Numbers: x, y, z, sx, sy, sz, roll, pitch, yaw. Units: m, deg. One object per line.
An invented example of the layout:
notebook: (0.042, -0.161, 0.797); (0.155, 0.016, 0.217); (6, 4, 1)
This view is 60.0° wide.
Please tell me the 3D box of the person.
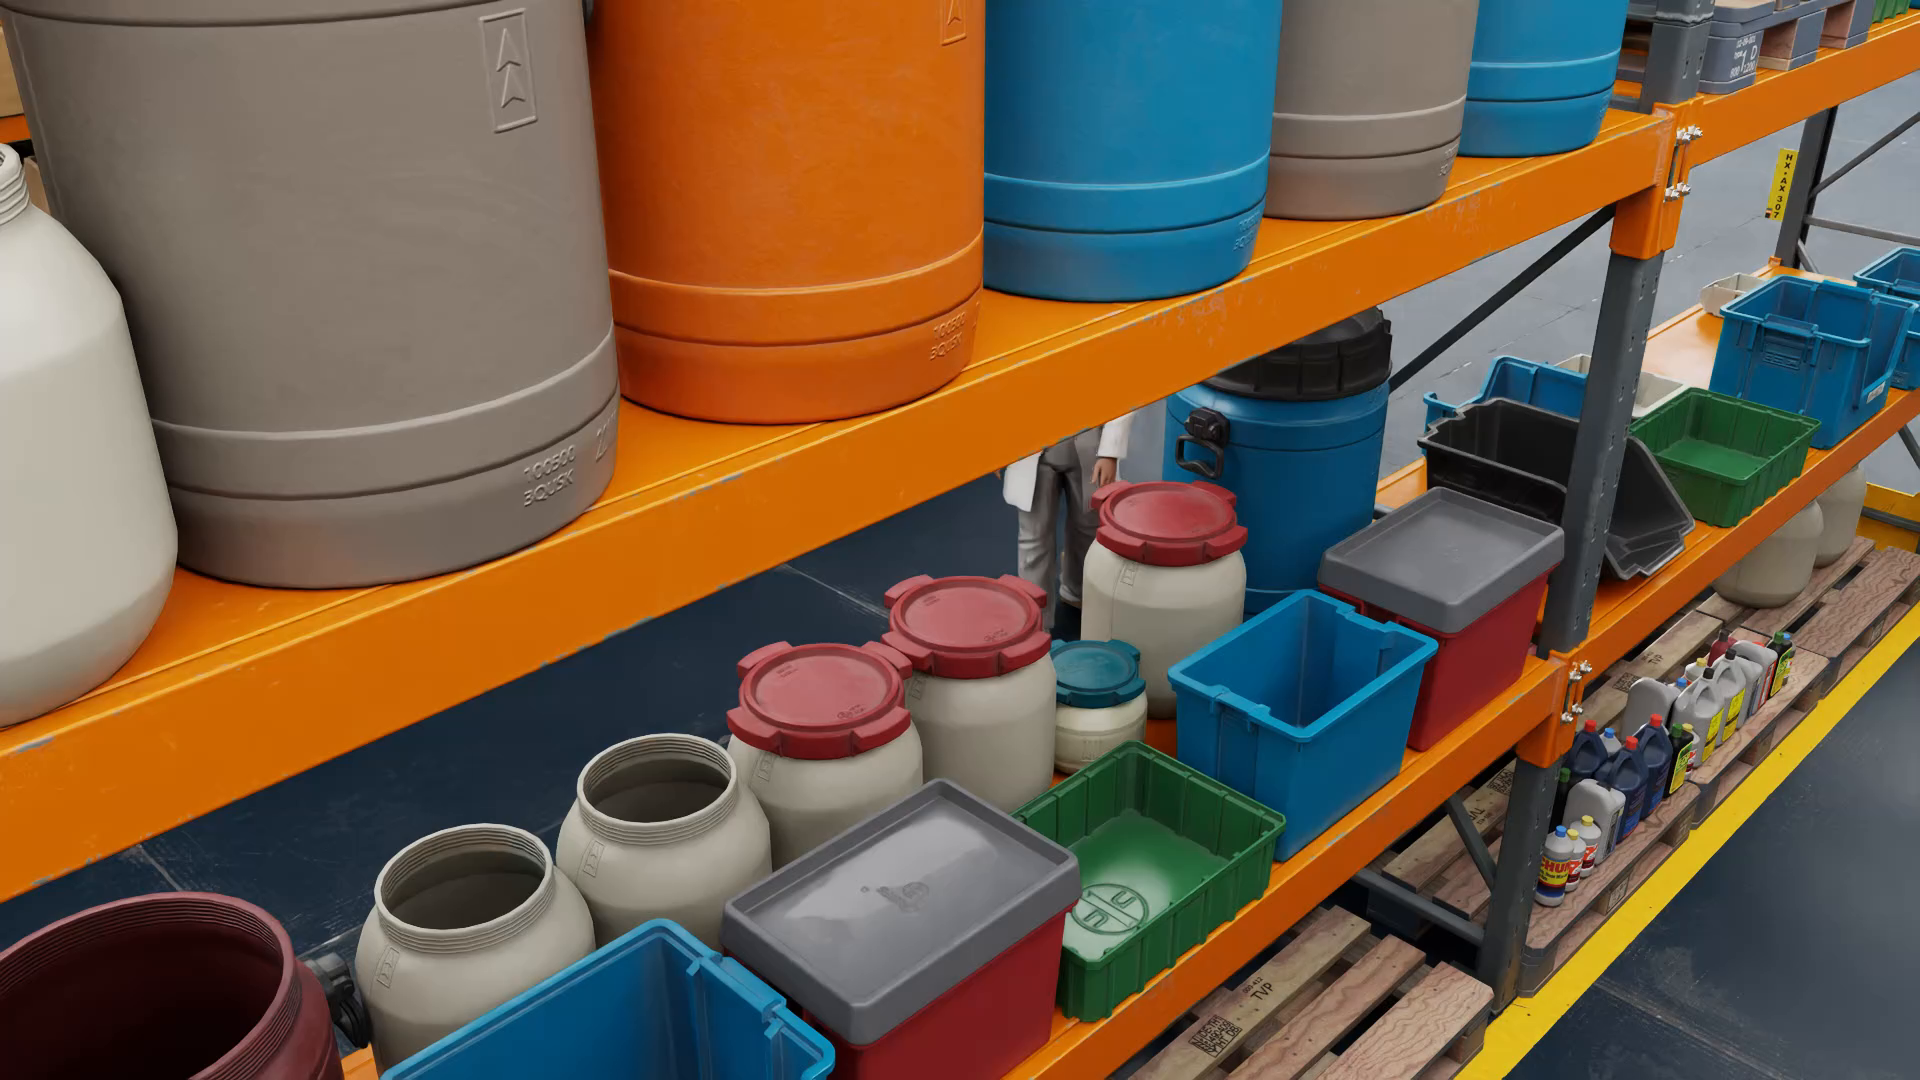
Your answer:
person: (0.410, -0.373, 6.844); (0.620, 1.775, 0.714); (4, 28, 7)
